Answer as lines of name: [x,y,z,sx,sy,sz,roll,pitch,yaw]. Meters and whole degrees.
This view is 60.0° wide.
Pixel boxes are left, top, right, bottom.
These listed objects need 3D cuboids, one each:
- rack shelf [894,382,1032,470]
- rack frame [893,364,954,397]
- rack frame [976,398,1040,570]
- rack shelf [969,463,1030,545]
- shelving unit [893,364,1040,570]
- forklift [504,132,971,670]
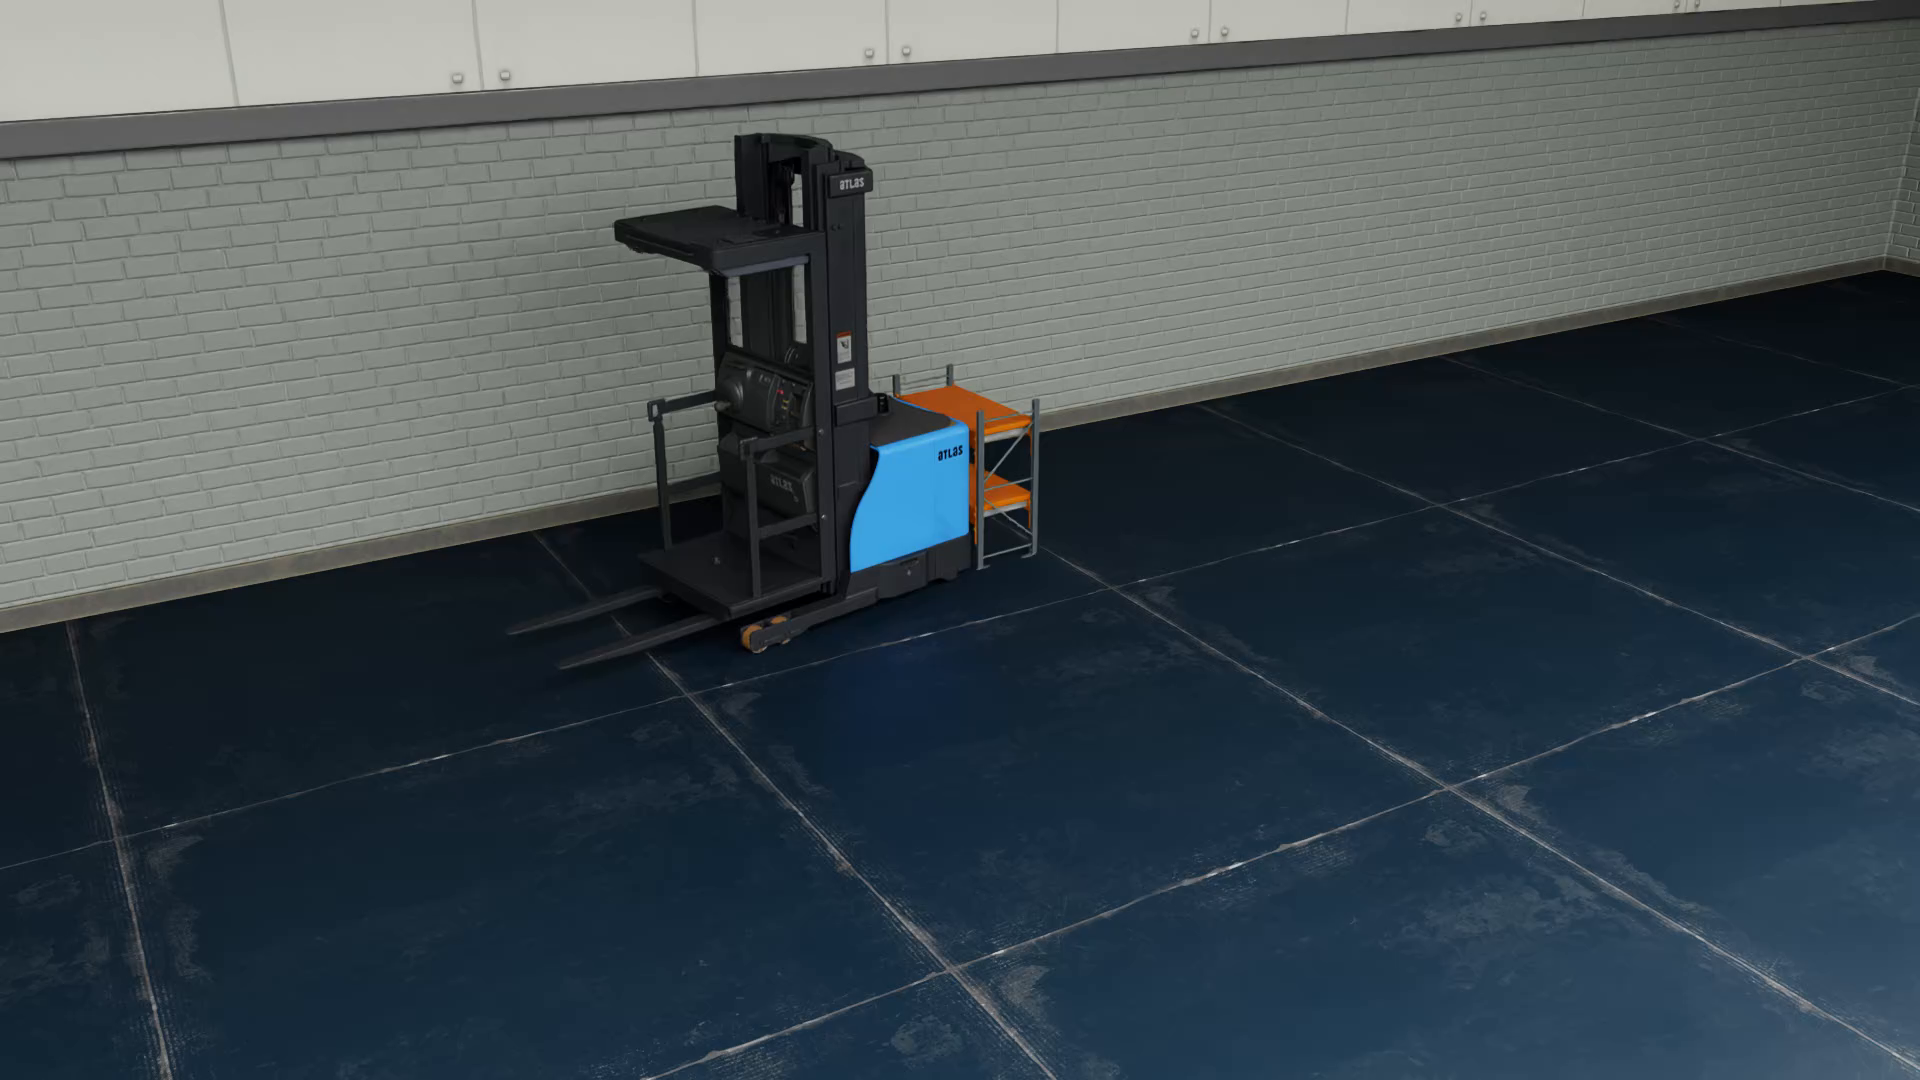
rack shelf: [0.031,-0.803,11.515,0.538,0.278,1.000,-15,26,-32]
rack frame: [-0.259,-0.689,12.012,0.500,1.125,0.032,-15,26,-32]
rack frame: [0.321,-0.374,11.239,0.500,1.125,0.032,-15,26,-32]
rack shelf: [0.031,-0.305,11.718,0.538,0.278,1.000,-15,26,-32]
shelving unit: [0.031,-0.532,11.626,0.538,1.125,1.048,-15,26,-32]
forklift: [-1.361,-0.893,10.116,3.031,2.935,1.130,-18,29,-38]
